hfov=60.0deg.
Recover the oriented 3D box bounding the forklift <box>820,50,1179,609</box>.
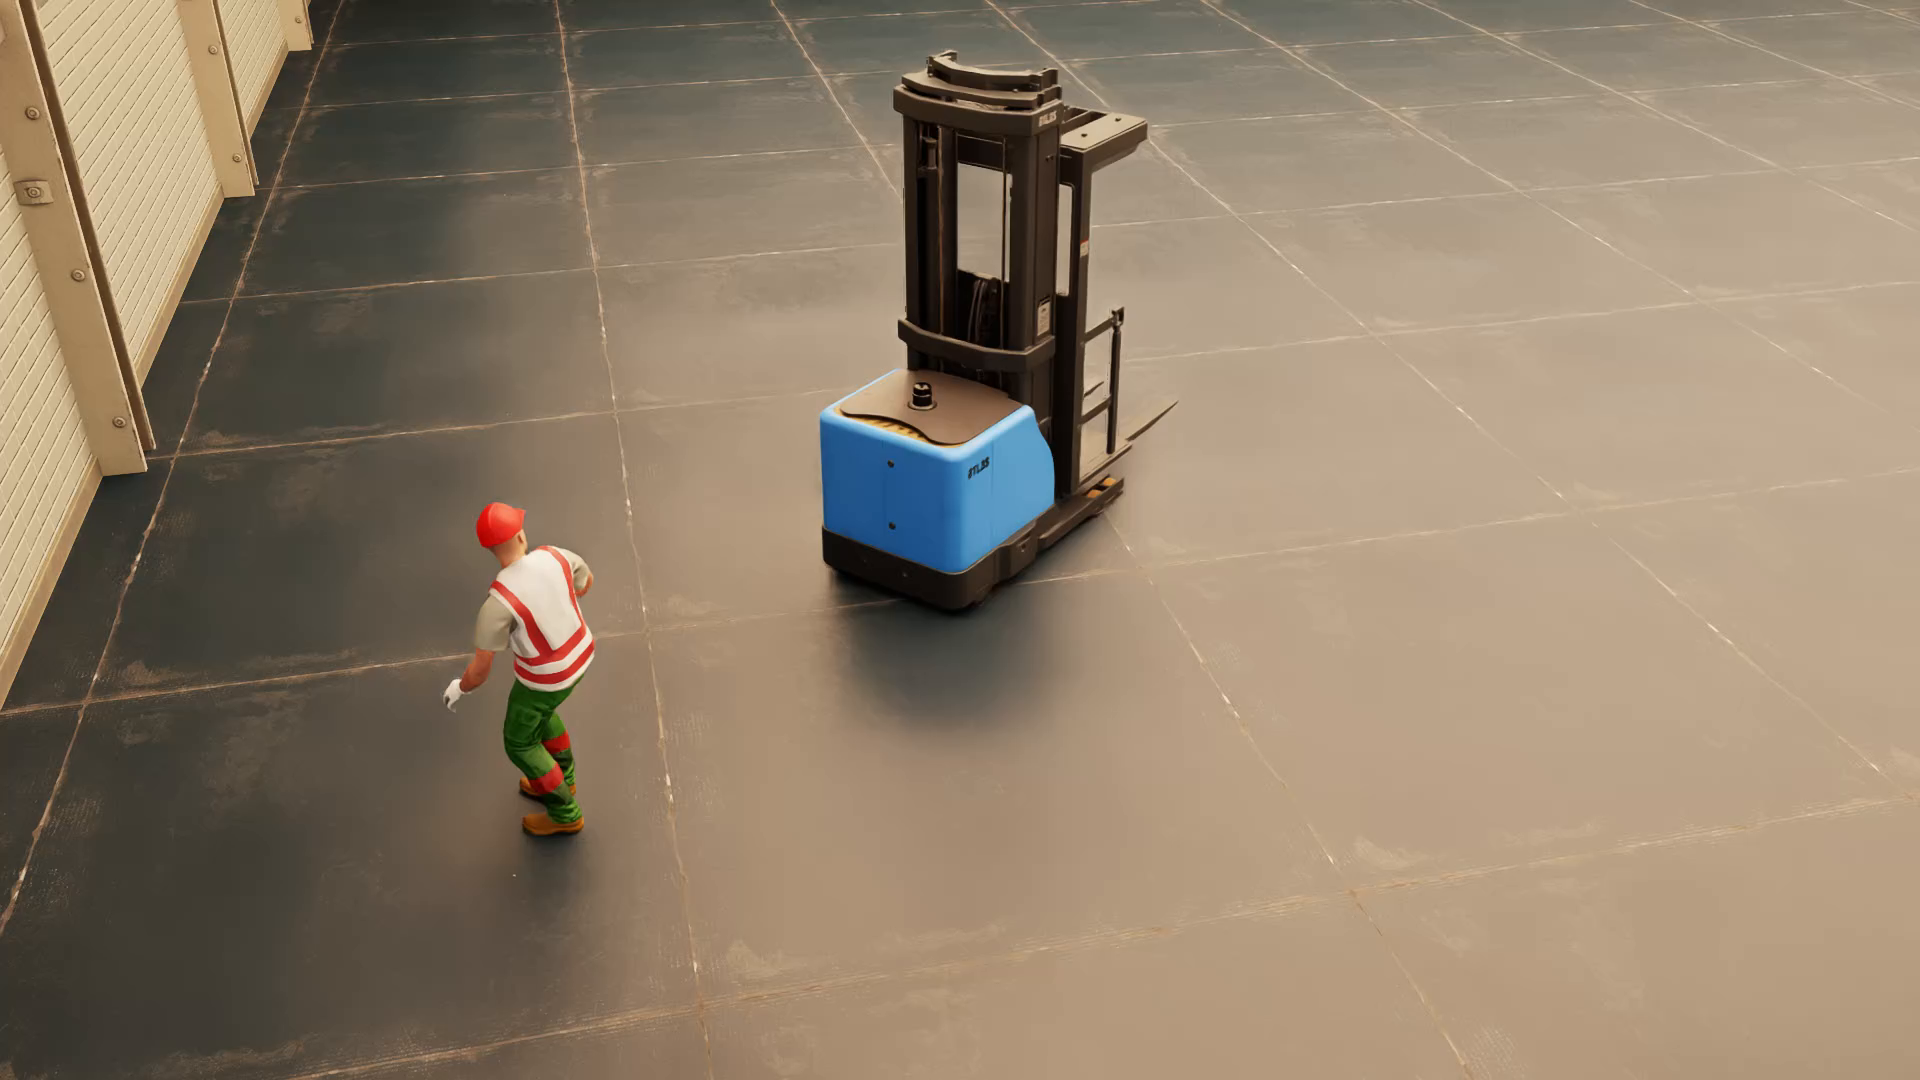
[{"bbox_3d":[0.420,-1.554,10.260,1.130,2.935,3.031,19,35,30],"label":"forklift"}]

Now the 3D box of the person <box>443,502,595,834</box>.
[{"bbox_3d":[-2.009,0.599,7.764,0.520,1.728,0.763,12,32,20],"label":"person"}]
